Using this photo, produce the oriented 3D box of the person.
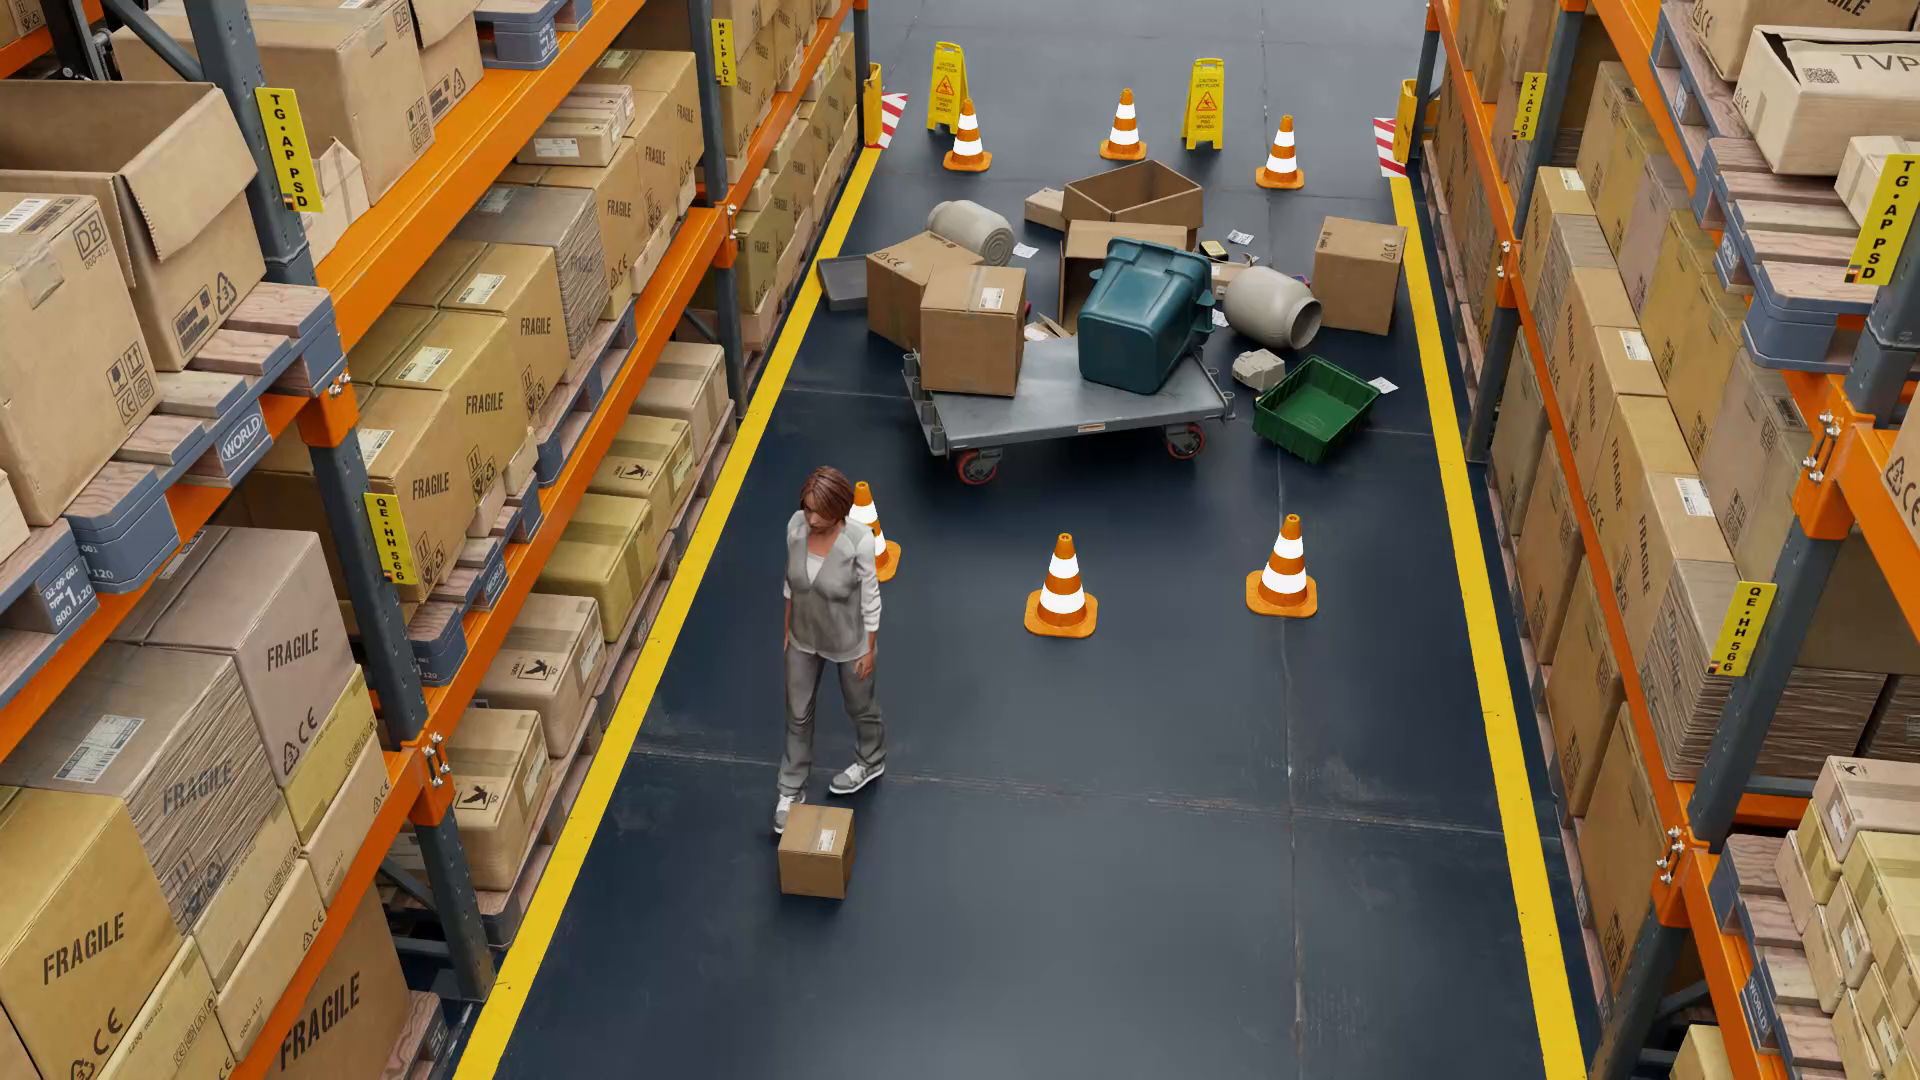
[{"bbox_3d":[-0.539,0.440,6.447,0.425,1.598,0.574,13,39,17],"label":"person"}]
